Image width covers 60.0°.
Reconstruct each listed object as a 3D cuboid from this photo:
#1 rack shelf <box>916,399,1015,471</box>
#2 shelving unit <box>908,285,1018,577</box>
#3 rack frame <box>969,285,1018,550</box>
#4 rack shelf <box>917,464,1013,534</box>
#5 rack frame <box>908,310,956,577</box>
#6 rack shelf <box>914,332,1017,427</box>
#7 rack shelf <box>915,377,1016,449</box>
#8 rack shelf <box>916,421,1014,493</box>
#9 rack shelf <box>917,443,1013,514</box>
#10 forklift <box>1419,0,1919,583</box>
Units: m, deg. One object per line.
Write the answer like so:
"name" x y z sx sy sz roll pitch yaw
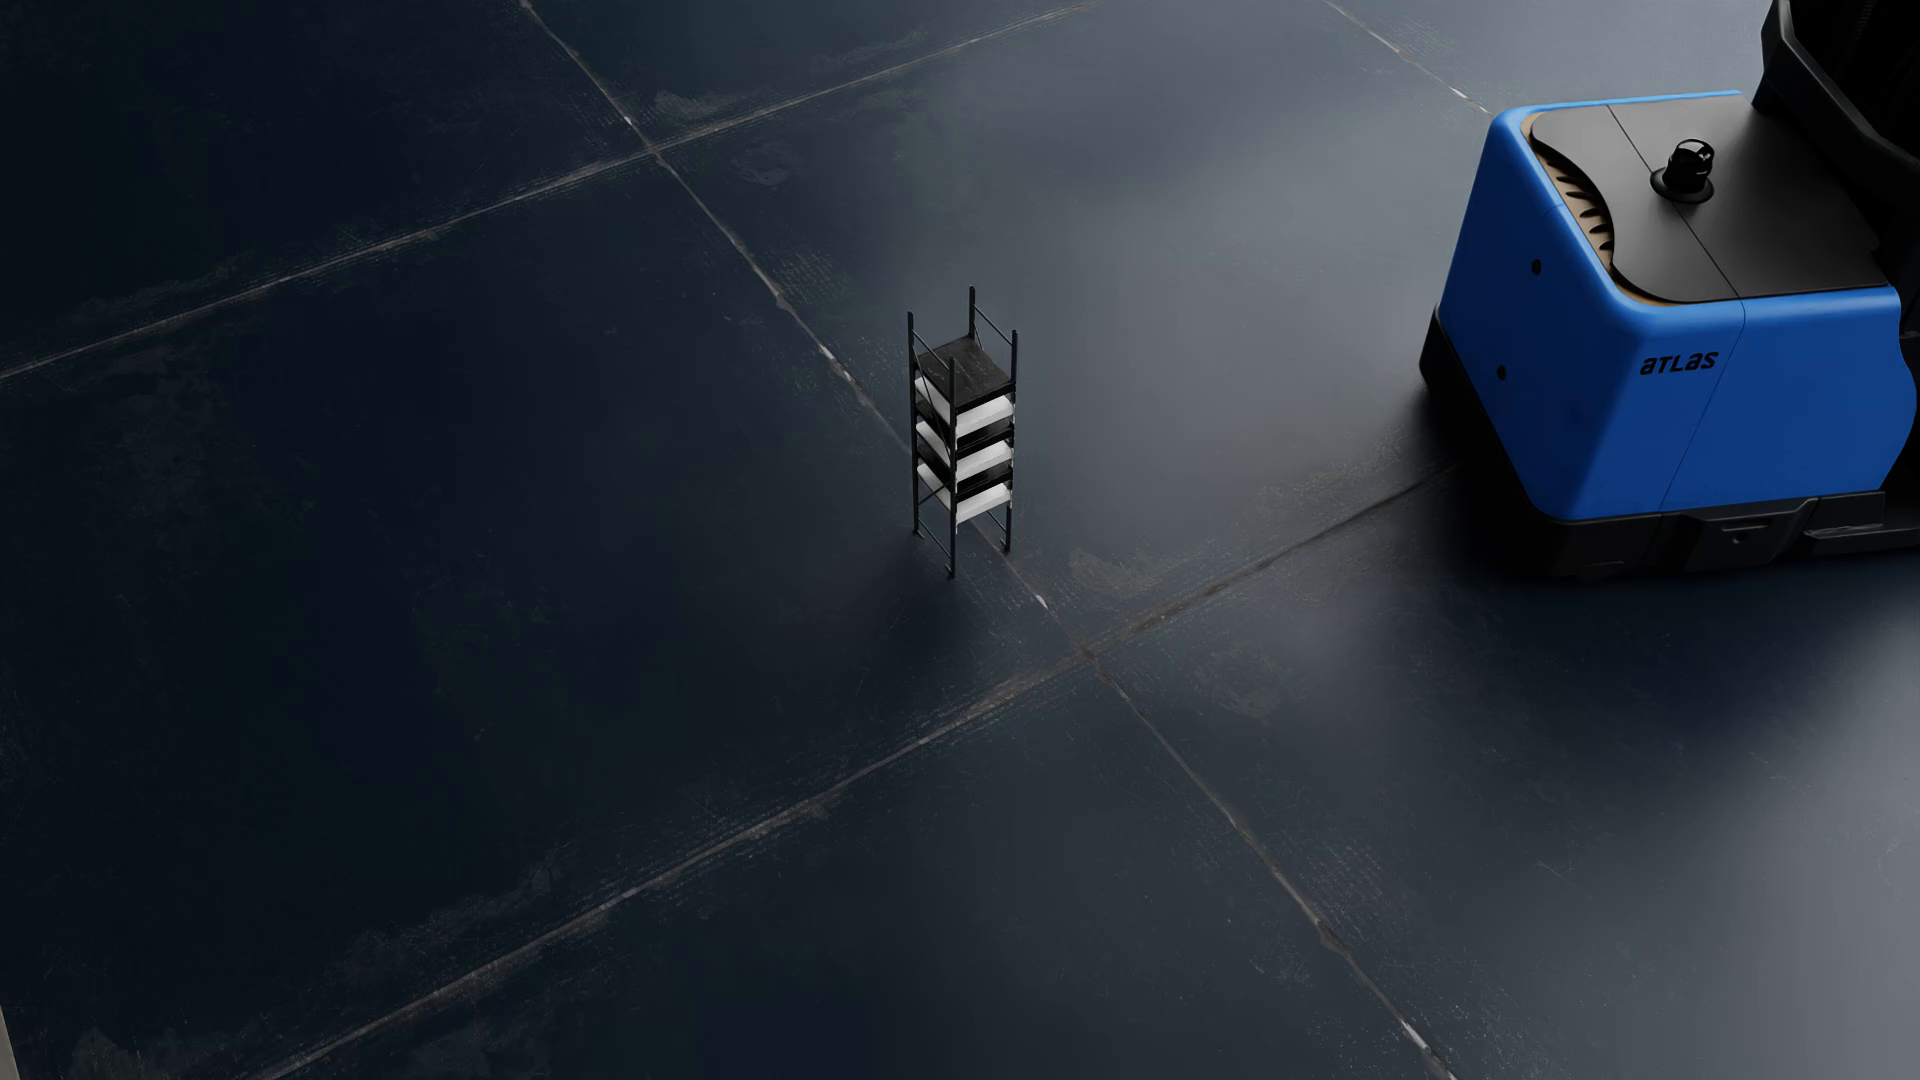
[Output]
"rack shelf" 0.007 -0.340 4.874 0.200 0.077 0.258 -25 53 -21
"shelving unit" 0.007 -0.303 4.917 0.210 0.900 0.258 -25 53 -21
"rack frame" 0.093 -0.343 4.953 0.006 0.900 0.240 -25 53 -21
"rack shelf" 0.007 -0.161 5.076 0.200 0.077 0.258 -25 53 -21
"rack frame" -0.079 -0.262 4.881 0.006 0.900 0.240 -25 53 -21
"rack shelf" 0.007 -0.460 4.740 0.200 0.077 0.258 -25 53 -21
"rack shelf" 0.007 -0.400 4.807 0.200 0.077 0.258 -25 53 -21
"rack shelf" 0.007 -0.280 4.942 0.200 0.077 0.258 -25 53 -21
"rack shelf" 0.007 -0.220 5.009 0.200 0.077 0.258 -25 53 -21
"forklift" 3.125 -1.342 4.482 3.031 2.935 1.130 -6 49 -5
